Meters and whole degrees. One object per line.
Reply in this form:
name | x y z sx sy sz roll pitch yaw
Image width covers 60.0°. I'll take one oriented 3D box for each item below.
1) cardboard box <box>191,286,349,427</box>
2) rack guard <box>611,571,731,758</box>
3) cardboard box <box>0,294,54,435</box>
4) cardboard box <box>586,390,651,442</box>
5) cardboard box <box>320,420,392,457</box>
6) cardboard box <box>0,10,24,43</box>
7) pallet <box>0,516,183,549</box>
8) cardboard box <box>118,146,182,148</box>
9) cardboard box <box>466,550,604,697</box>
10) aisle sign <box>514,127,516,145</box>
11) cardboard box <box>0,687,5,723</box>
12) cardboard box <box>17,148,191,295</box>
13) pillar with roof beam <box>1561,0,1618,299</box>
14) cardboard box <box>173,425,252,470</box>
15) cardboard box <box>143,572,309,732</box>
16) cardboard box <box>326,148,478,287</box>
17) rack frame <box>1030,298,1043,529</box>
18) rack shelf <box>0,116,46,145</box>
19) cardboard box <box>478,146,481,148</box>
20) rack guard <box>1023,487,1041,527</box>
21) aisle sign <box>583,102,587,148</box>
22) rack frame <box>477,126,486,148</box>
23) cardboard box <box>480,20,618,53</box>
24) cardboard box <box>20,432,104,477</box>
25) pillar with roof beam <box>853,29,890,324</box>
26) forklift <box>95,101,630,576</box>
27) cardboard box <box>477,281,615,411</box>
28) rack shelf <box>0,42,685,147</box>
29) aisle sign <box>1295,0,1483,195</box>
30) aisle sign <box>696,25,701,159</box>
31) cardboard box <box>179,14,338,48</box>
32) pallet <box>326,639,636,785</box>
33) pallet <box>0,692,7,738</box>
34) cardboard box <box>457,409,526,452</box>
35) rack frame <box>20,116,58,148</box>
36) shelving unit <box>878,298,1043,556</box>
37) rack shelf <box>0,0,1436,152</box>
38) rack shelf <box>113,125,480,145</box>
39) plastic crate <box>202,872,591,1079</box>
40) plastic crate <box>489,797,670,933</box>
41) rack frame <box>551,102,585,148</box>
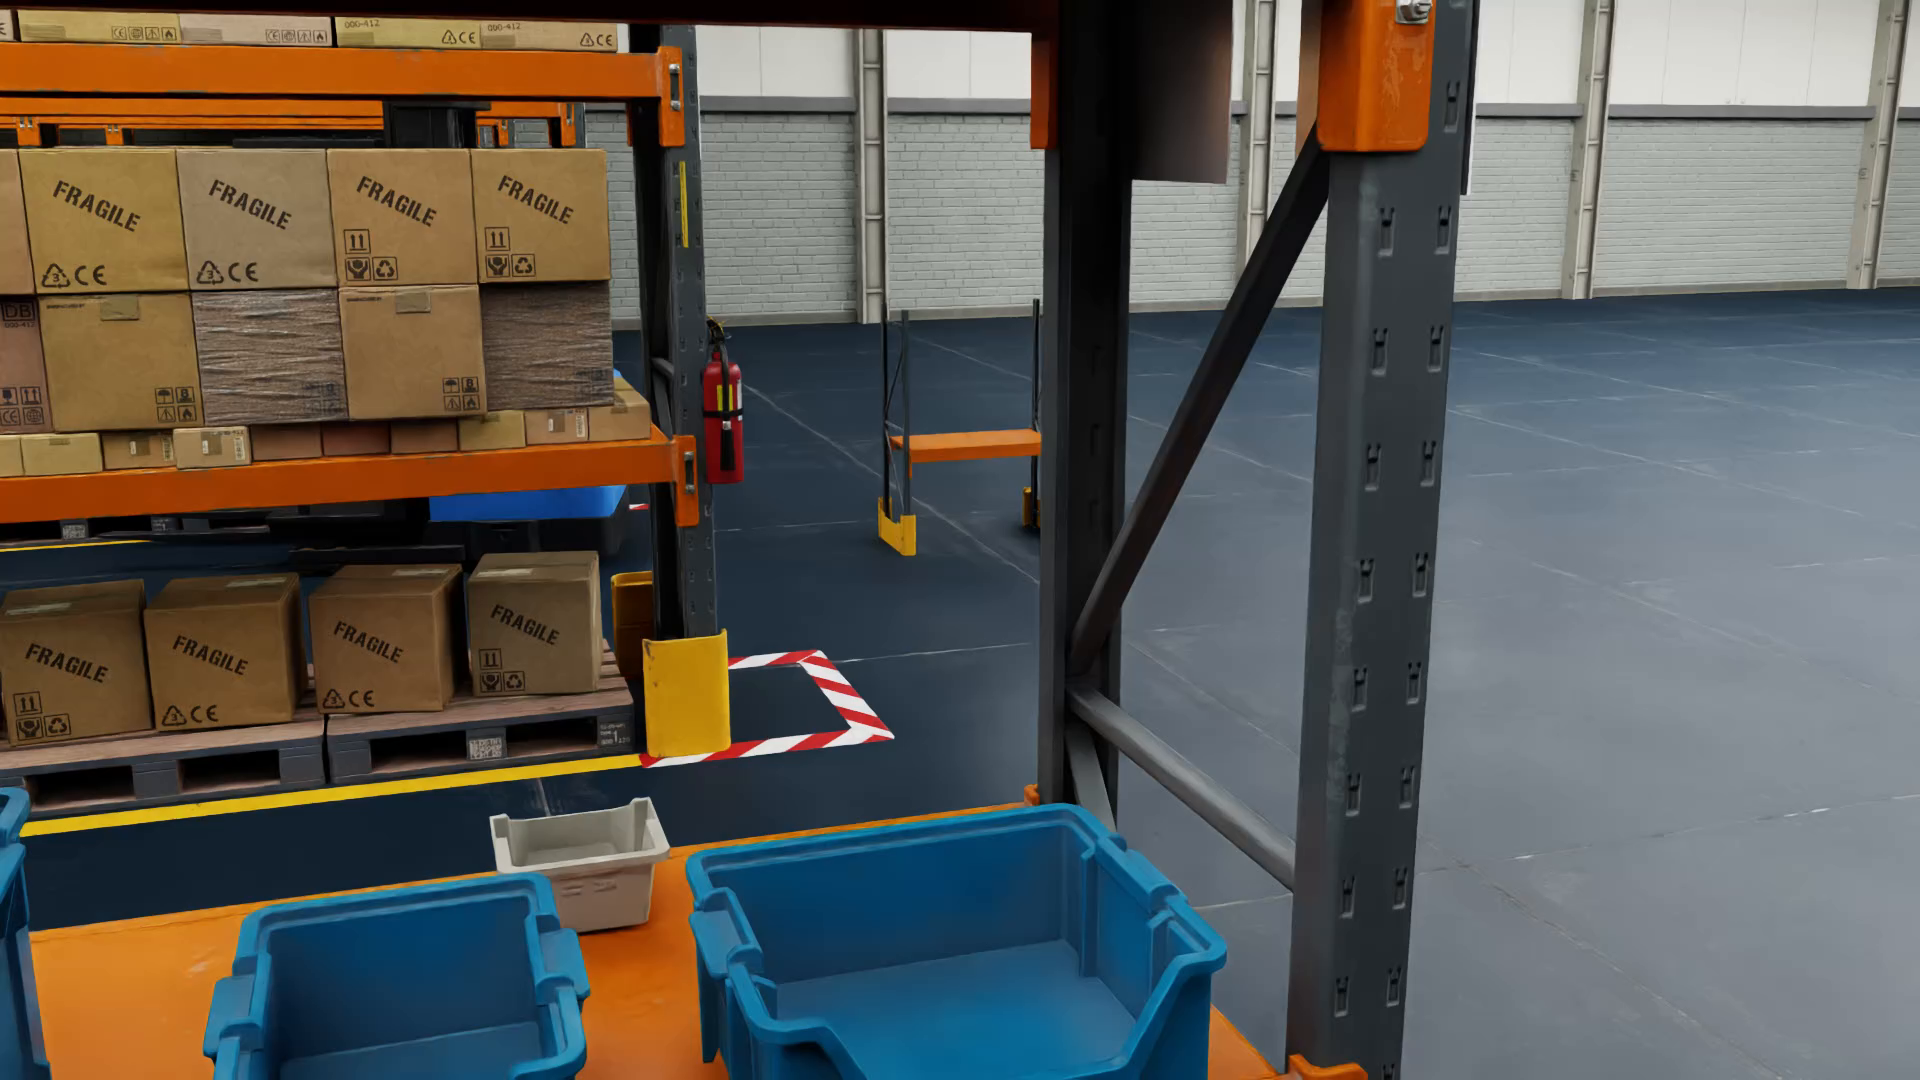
cardboard box | -2.678 -0.770 6.538 0.500 0.500 0.875 -4 14 -18
rack guard | -1.296 0.520 7.376 0.348 0.500 1.175 -4 14 -18
cardboard box | -3.642 -0.708 6.276 0.500 0.500 0.875 -4 14 -18
cardboard box | -1.428 -0.513 6.861 0.250 0.149 0.380 -4 14 -18
cardboard box | -2.378 -0.441 6.556 0.250 0.149 0.380 -4 14 -18
cardboard box | -3.533 -1.844 5.756 0.500 0.250 0.500 -5 14 -20
pallet | -5.756 -0.184 10.960 1.213 0.211 1.003 -4 14 -18
cardboard box | -7.199 -3.277 14.920 0.500 0.500 0.700 -4 14 -18
cardboard box | -1.821 0.353 7.173 0.500 0.500 0.500 -2 14 -8
aisle sign | -4.234 -4.081 15.699 0.004 0.787 0.394 -4 14 -18
cardboard box | -4.083 0.541 6.382 0.500 0.500 0.500 0 13 0
cardboard box | -3.090 -1.177 6.089 0.500 0.500 0.500 -4 14 -18
pillar with roof beam | 11.514 -7.413 22.360 0.400 9.000 9.100 -4 14 -18
cardboard box | -2.817 -0.379 6.298 0.250 0.149 0.380 -4 14 -18
cardboard box | -2.976 0.446 6.779 0.500 0.500 0.500 -3 14 -13
cardboard box | -2.139 -1.248 6.390 0.500 0.500 0.500 -4 14 -18
rack frame | 0.563 -0.773 10.653 0.032 1.500 0.500 -4 14 -18
rack shelf | -10.071 -3.542 14.122 4.000 0.370 1.077 -4 14 -18
cardboard box | -4.799 -3.469 15.726 0.500 0.500 0.700 -5 14 -19
rack guard | 0.544 -0.164 10.792 0.087 0.250 0.587 -4 14 -18
aisle sign | -2.547 -3.001 11.160 0.004 0.787 0.394 -4 14 -18
rack frame | -5.971 -3.963 20.823 0.127 3.000 1.000 -4 14 -18
cardboard box | -1.600 -1.997 6.397 0.500 0.250 0.500 -4 14 -17
cardboard box | -3.298 -0.348 6.165 0.250 0.149 0.380 -4 14 -18
pillar with roof beam | 0.141 -6.527 18.636 0.400 9.000 9.100 -4 14 -18
forklift | -3.613 -1.343 9.954 3.031 2.935 1.130 -1 13 -6
cardboard box | -1.754 -0.860 6.919 0.500 0.500 0.875 -4 14 -18
rack shelf | -3.120 -1.663 6.226 4.000 0.370 1.077 -4 14 -18
aisle sign | 0.518 -0.820 1.991 0.004 0.787 0.394 -4 14 -18
aisle sign | -1.070 -1.905 6.552 0.004 0.787 0.394 -4 14 -18
cardboard box | -2.561 -1.923 6.088 0.500 0.250 0.500 -4 14 -17
pallet | -2.077 0.713 7.190 1.213 0.211 1.003 -4 14 -18
pallet | -4.390 0.893 6.433 1.213 0.211 1.003 -4 14 -18
cardboard box | -1.886 -0.465 6.659 0.250 0.149 0.380 -4 14 -18
rack frame | -8.176 -2.580 15.007 0.127 3.000 1.000 -4 14 -18
shelving unit | 0.072 -0.735 10.493 1.083 1.500 0.587 -4 14 -18
rack shelf | -1.540 -0.577 1.659 4.000 0.370 1.077 -4 14 -18
rack shelf | -7.867 -4.925 19.939 4.000 0.370 1.077 -4 14 -18
plastic crate | -0.641 0.606 1.933 0.408 0.251 0.499 -4 14 -18
plastic crate | -0.595 0.508 2.593 0.250 0.136 0.298 -4 14 -18
rack frame | -2.710 -1.797 11.715 0.127 3.000 1.000 -4 14 -18
